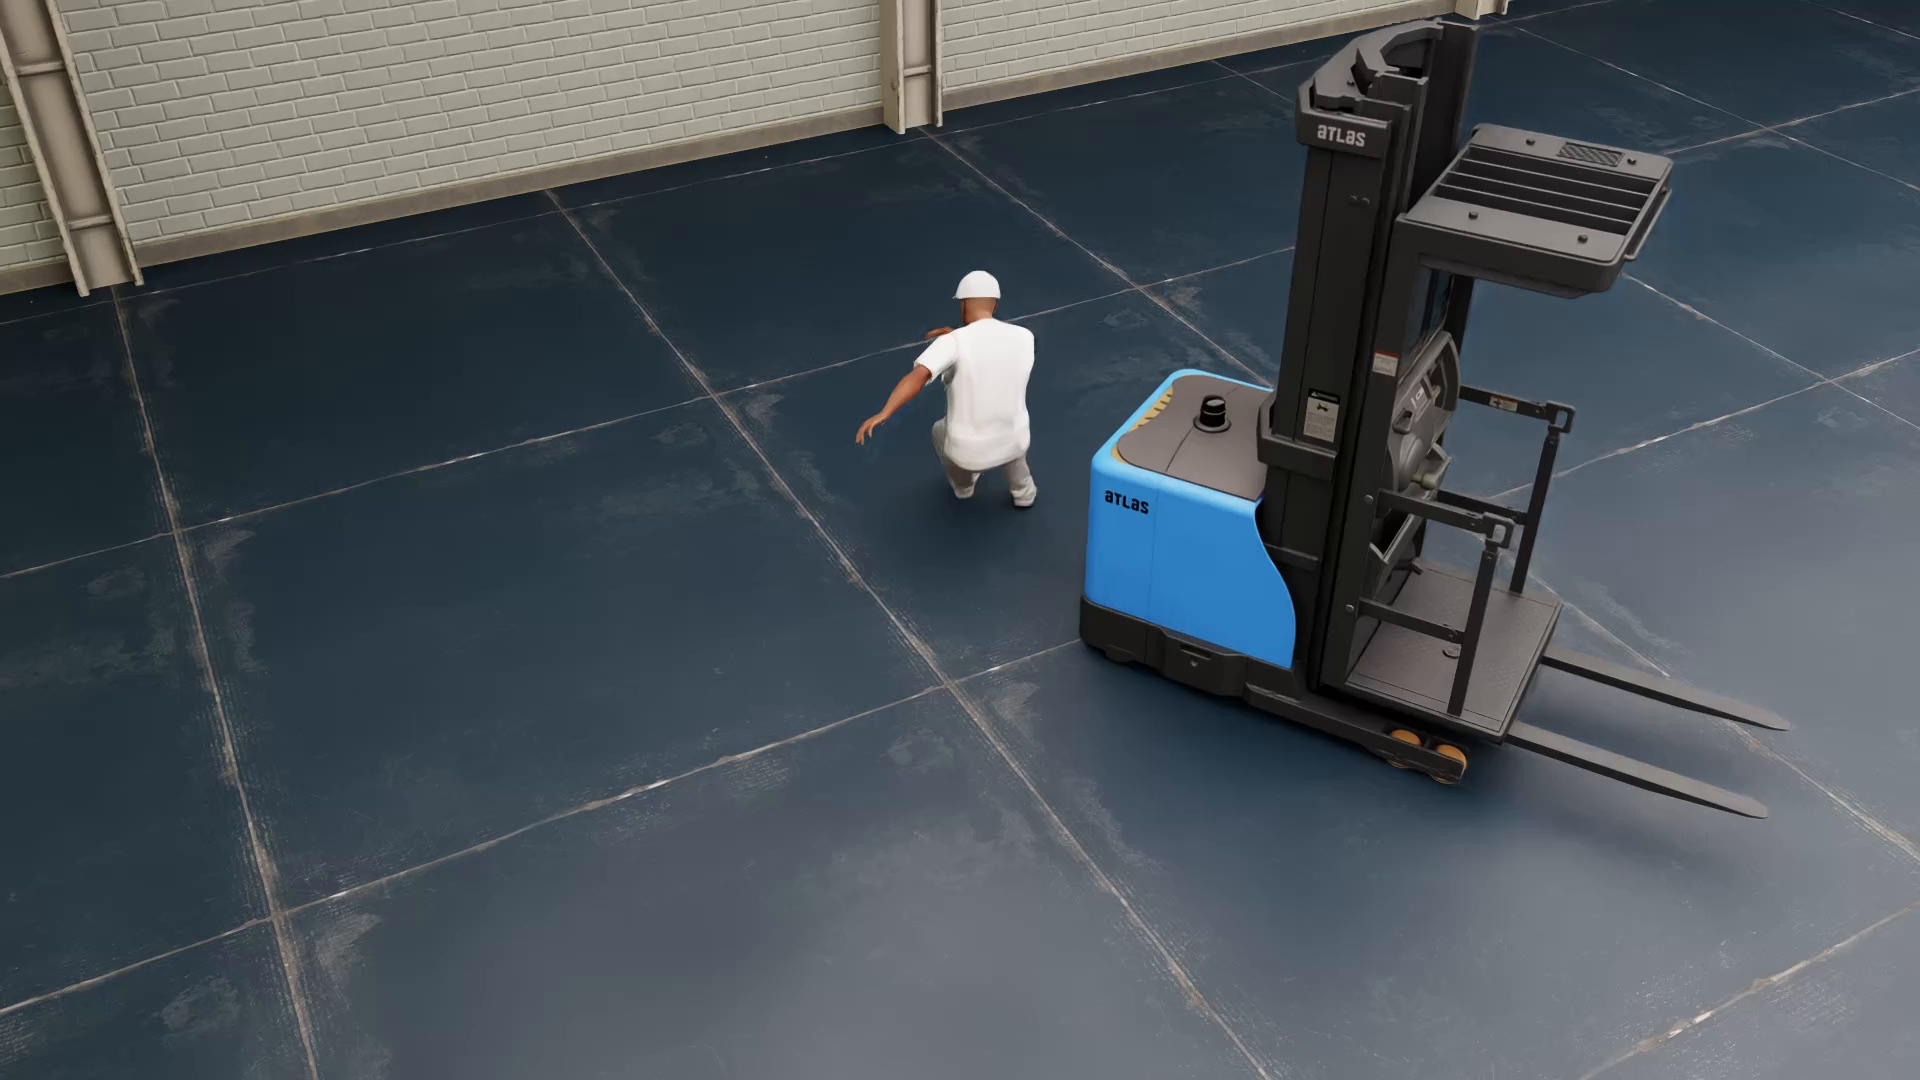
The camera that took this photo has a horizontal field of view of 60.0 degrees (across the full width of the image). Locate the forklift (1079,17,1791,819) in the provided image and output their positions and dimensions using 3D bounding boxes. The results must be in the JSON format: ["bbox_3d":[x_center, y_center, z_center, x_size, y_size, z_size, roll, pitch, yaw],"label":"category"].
[{"bbox_3d":[2.101,-0.498,6.827,3.031,2.935,1.130,18,39,24],"label":"forklift"}]

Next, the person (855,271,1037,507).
[{"bbox_3d":[-0.083,-0.628,8.351,1.237,1.459,0.945,-14,37,-18],"label":"person"}]
